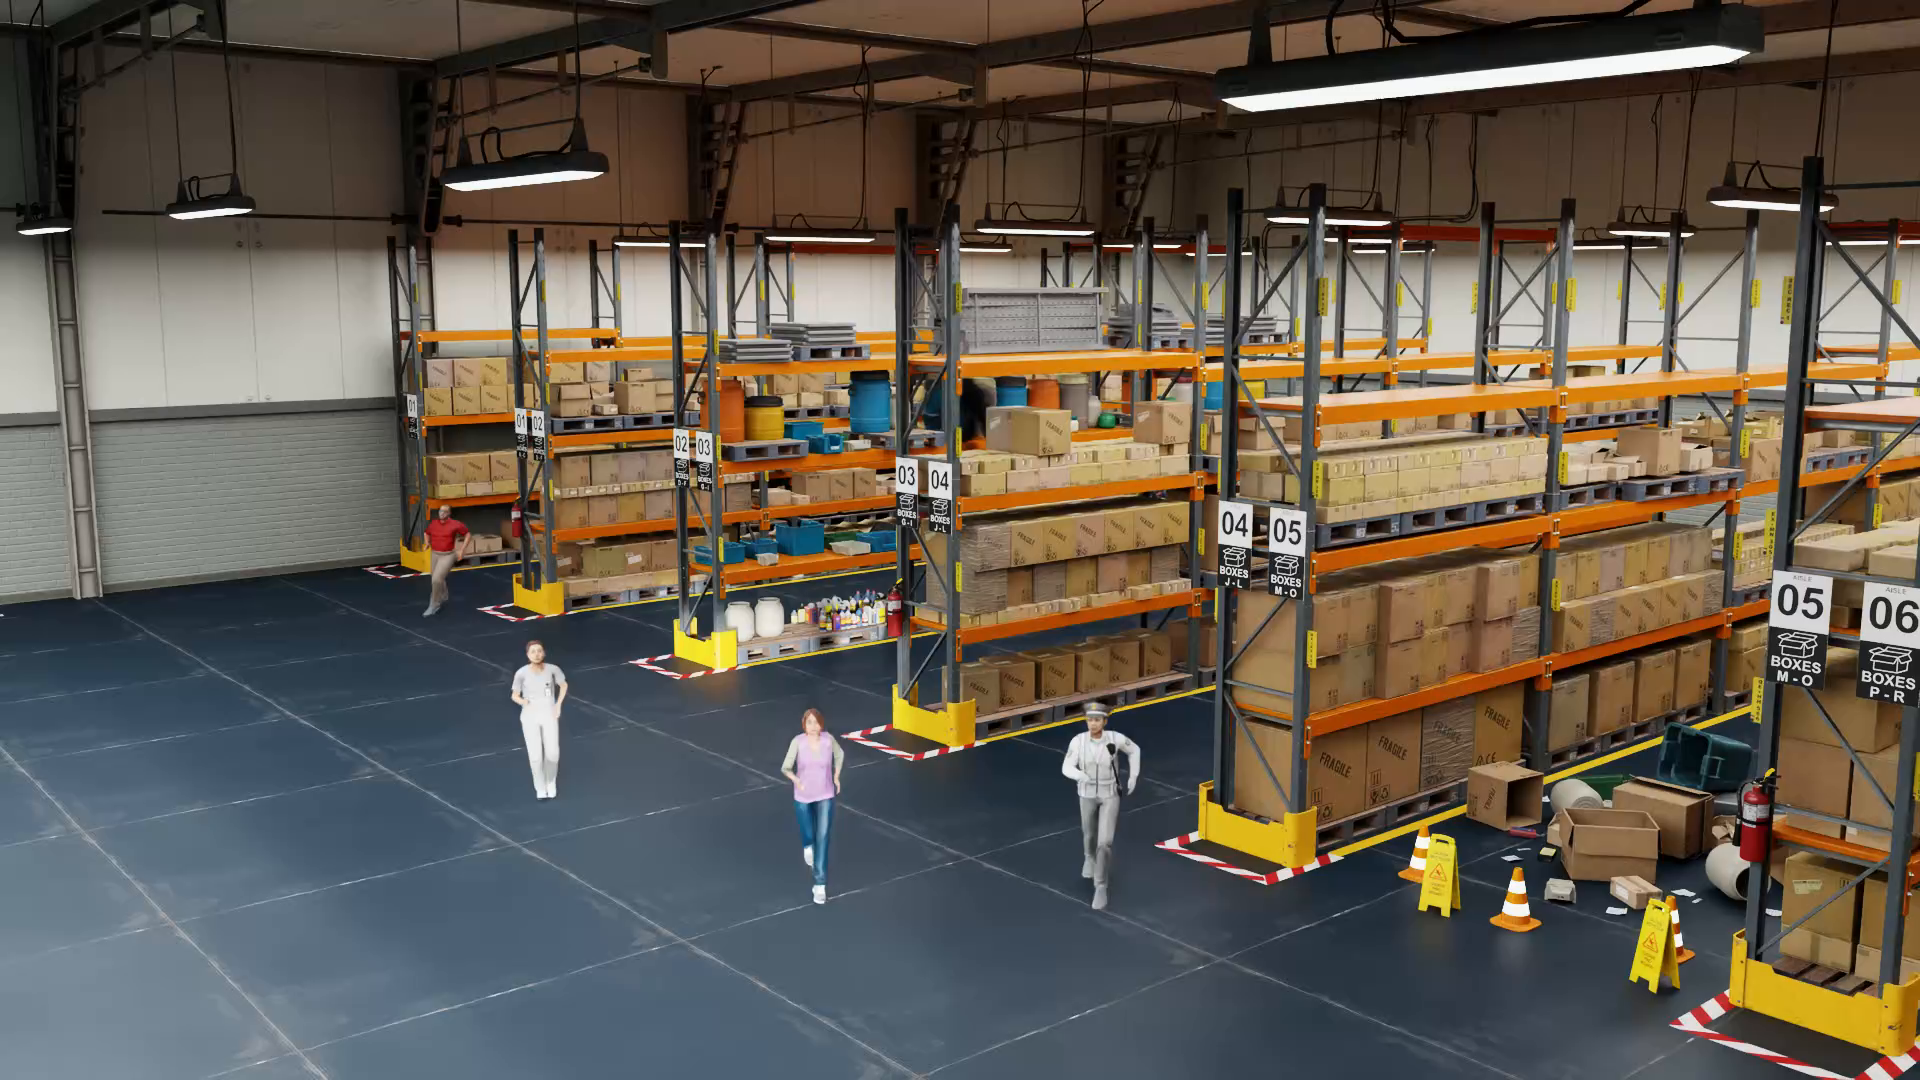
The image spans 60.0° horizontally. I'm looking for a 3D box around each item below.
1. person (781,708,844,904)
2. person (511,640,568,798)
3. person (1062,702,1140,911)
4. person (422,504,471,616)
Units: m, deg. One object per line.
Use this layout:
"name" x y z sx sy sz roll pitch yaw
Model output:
"person" -1.251 2.213 14.226 0.545 1.579 0.880 -1 9 -7
"person" -4.183 1.809 16.601 0.552 1.628 0.577 -2 9 -15
"person" 1.194 2.155 14.075 0.622 1.673 0.877 2 9 14
"person" -8.175 0.307 26.288 0.748 1.760 0.825 3 9 18
